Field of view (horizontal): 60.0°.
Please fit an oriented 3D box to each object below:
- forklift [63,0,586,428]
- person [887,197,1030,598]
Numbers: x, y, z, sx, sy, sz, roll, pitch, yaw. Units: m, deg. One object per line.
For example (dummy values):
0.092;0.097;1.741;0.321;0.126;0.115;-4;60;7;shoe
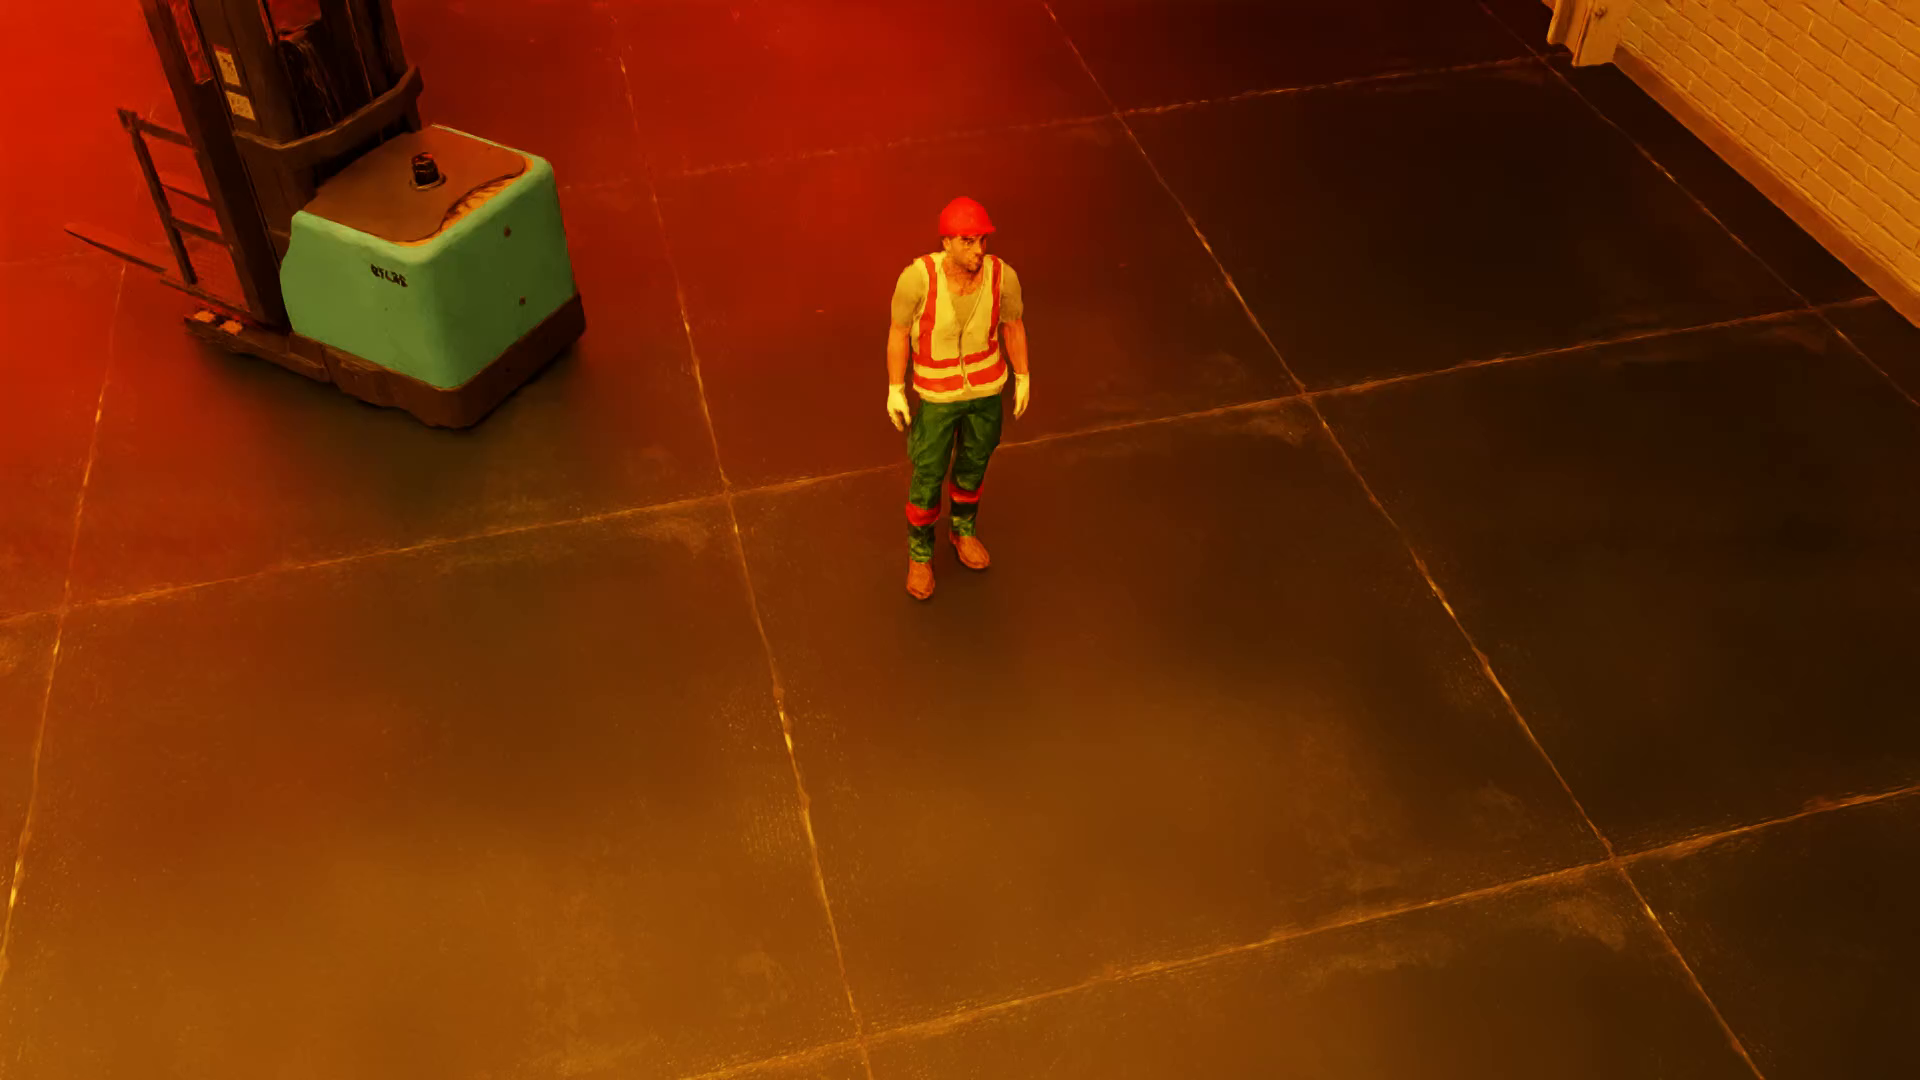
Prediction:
-3.539;-2.360;8.142;3.031;2.935;1.130;21;47;20;forklift
0.010;-0.600;7.101;0.637;1.787;0.563;-10;44;-11;person
